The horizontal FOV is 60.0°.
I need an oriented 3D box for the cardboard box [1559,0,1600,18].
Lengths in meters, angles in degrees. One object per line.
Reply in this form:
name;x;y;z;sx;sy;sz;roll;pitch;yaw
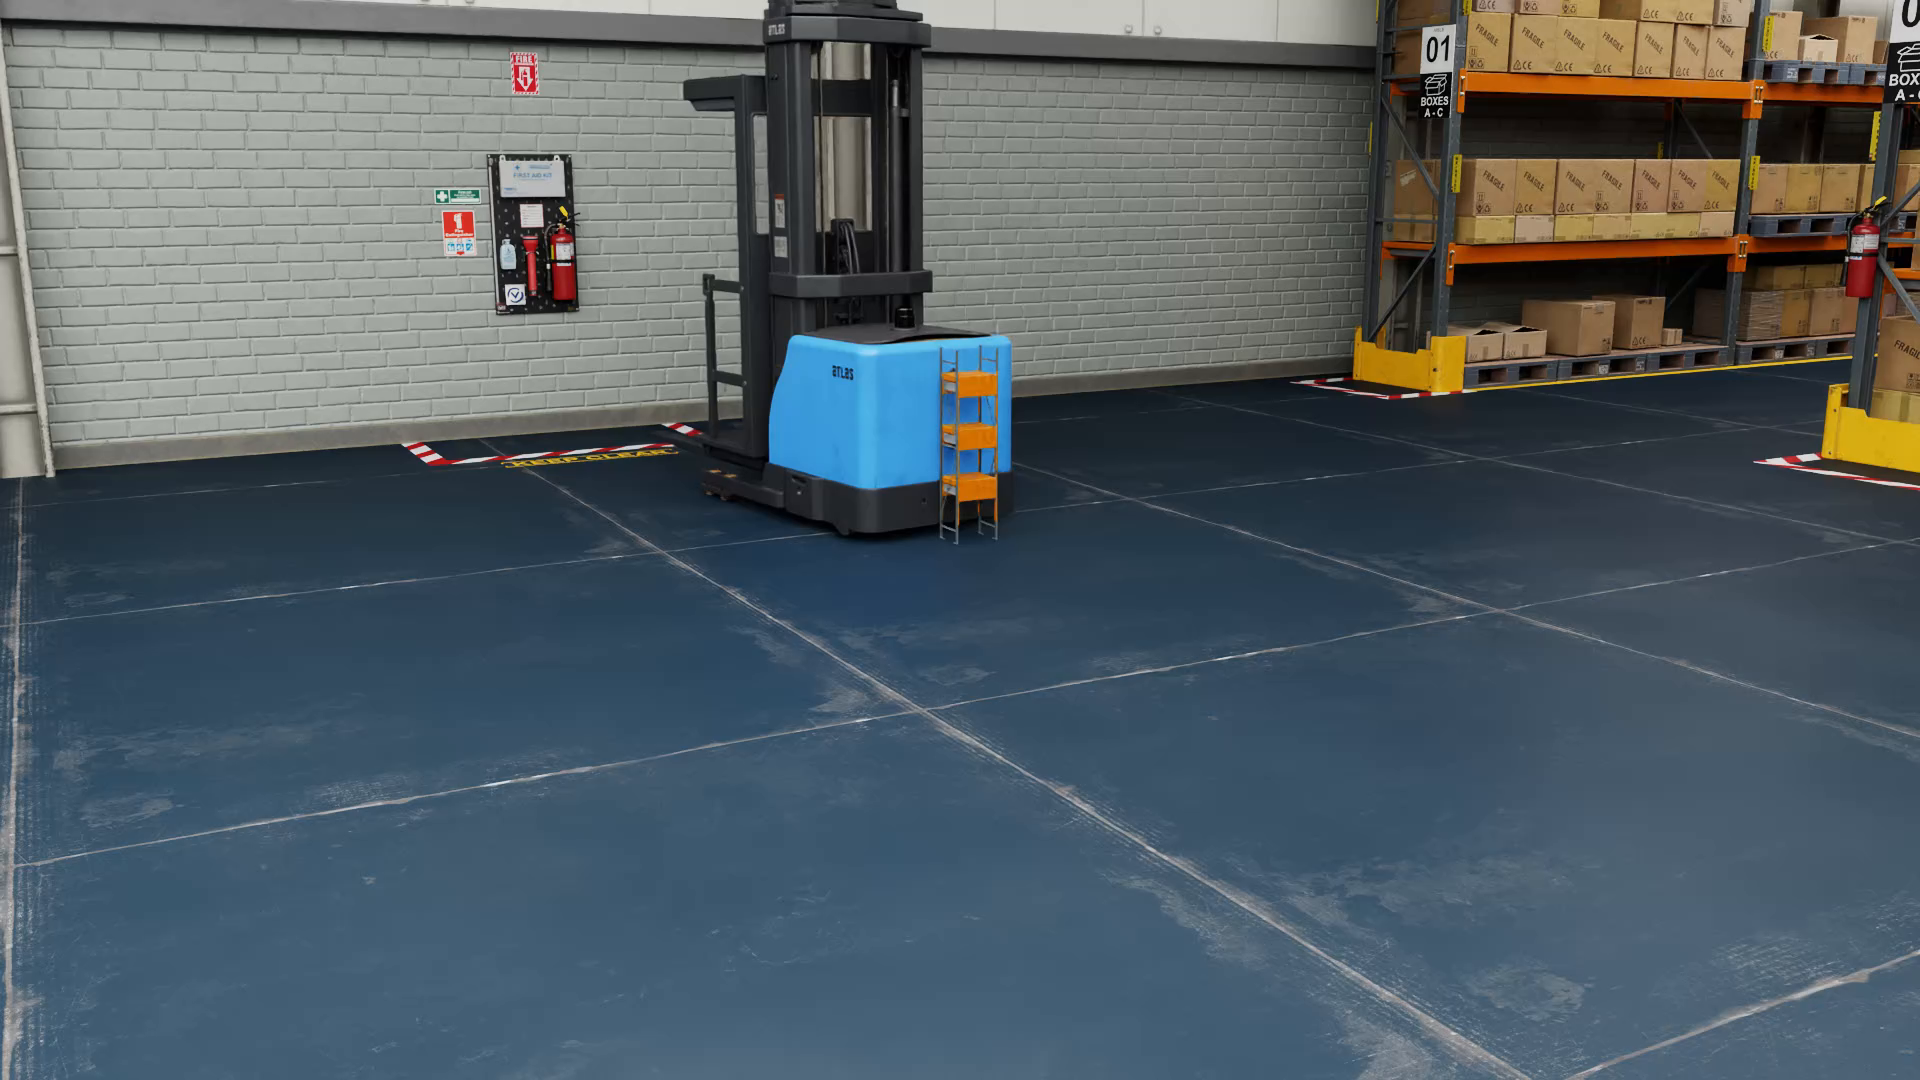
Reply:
cardboard box;5.480;-5.017;15.186;0.500;0.500;0.500;-6;14;-26

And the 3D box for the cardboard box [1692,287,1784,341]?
cardboard box;8.266;-2.411;17.680;0.500;0.500;0.700;-6;14;-26

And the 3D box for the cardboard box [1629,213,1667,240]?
cardboard box;6.482;-3.057;16.155;0.500;0.250;0.500;-7;14;-28

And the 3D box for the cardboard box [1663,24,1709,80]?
cardboard box;6.853;-4.705;16.080;0.500;0.500;0.500;-8;15;-33

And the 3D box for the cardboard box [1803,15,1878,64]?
cardboard box;9.228;-5.224;17.473;0.500;0.500;0.500;-7;15;-30

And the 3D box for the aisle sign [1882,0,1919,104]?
aisle sign;6.295;-3.278;10.921;0.004;0.787;0.394;-7;14;-28

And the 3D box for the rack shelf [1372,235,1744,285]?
rack shelf;5.872;-2.774;16.240;4.000;0.370;1.077;-7;14;-28

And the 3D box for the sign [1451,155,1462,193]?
sign;4.377;-3.232;14.666;0.005;0.325;0.100;-7;14;-28

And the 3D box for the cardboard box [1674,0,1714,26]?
cardboard box;6.839;-5.180;15.910;0.500;0.500;0.500;-6;14;-25

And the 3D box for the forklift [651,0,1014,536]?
forklift;-0.961;-1.724;10.092;1.130;2.935;3.031;-9;15;-35

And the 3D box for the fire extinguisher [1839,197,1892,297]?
fire extinguisher;6.167;-1.999;11.337;0.183;0.674;0.296;-7;14;-28

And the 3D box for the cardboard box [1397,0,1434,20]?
cardboard box;4.370;-5.020;15.199;0.500;0.500;0.500;-6;14;-25

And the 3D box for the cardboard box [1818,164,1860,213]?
cardboard box;9.148;-3.778;17.835;0.500;0.500;0.700;-5;14;-20

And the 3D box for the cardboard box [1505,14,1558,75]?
cardboard box;5.019;-4.473;15.046;0.500;0.500;0.500;-6;14;-24

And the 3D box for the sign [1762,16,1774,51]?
sign;7.894;-4.947;16.249;0.005;0.325;0.100;-7;14;-28

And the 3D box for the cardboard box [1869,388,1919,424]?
cardboard box;6.823;-0.937;11.745;0.500;0.250;0.500;-7;14;-28

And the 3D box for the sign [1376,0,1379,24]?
sign;3.868;-4.919;15.284;0.005;0.325;0.100;-7;14;-28

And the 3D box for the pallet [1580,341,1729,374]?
pallet;7.055;-1.897;17.058;1.213;0.211;1.003;-7;14;-28

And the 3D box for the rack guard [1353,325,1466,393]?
rack guard;4.184;-1.703;15.536;0.348;0.500;1.175;-7;14;-28

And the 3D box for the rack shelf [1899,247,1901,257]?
rack shelf;12.894;-3.615;19.979;4.000;0.370;1.077;-7;14;-28

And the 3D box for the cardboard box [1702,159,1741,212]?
cardboard box;7.361;-3.528;16.542;0.500;0.500;0.500;-7;14;-28

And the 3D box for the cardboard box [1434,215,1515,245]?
cardboard box;4.697;-2.841;15.196;0.500;0.250;0.500;-7;15;-29

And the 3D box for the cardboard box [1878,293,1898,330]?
cardboard box;10.024;-2.633;18.669;0.500;0.500;0.700;-7;14;-28

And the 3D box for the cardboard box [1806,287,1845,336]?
cardboard box;9.163;-2.521;18.169;0.500;0.500;0.700;-7;14;-27

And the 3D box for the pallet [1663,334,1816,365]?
pallet;8.310;-2.057;17.767;1.213;0.211;1.003;-7;14;-28

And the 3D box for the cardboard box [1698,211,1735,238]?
cardboard box;7.357;-3.163;16.629;0.500;0.250;0.500;-7;14;-28

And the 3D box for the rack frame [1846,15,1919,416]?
rack frame;6.494;-1.960;10.986;0.127;3.000;1.000;-7;14;-28

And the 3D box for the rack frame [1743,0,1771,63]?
rack frame;7.628;-6.262;16.437;0.127;3.000;1.000;-7;14;-28

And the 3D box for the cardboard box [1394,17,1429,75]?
cardboard box;4.362;-4.529;15.295;0.500;0.500;0.500;-6;14;-24

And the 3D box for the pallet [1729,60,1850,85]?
pallet;8.221;-4.751;16.984;1.003;0.211;1.213;-7;14;-28

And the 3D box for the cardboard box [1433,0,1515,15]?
cardboard box;4.571;-4.918;14.746;0.500;0.500;0.500;-8;15;-32

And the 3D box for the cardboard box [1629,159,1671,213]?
cardboard box;6.478;-3.423;16.077;0.500;0.500;0.500;-7;15;-29

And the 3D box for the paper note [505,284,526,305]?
paper note;-3.325;-1.836;12.440;0.142;0.148;0.016;-7;14;-28

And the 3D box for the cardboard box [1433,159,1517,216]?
cardboard box;4.680;-3.209;15.124;0.500;0.500;0.500;-7;14;-28

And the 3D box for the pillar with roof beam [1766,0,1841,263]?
pillar with roof beam;11.646;-5.883;14.753;0.400;9.000;9.100;-7;14;-28

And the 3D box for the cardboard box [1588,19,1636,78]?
cardboard box;5.933;-4.588;15.561;0.500;0.500;0.500;-6;14;-24

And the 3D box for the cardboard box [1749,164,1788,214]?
cardboard box;8.091;-3.645;17.245;0.500;0.500;0.700;-7;14;-28

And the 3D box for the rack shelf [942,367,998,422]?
rack shelf;0.047;-0.784;8.959;0.240;0.259;0.215;-7;14;-28

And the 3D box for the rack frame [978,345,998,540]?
rack frame;0.154;-0.531;9.076;0.008;1.050;0.200;-7;14;-28

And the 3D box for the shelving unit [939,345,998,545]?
shelving unit;0.047;-0.518;9.019;0.252;1.050;0.215;-7;14;-28

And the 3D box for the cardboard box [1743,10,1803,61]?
cardboard box;8.146;-5.094;16.896;0.500;0.500;0.500;-5;13;-20

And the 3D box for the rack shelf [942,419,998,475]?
rack shelf;0.047;-0.508;9.021;0.240;0.259;0.215;-7;14;-28

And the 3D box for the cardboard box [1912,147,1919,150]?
cardboard box;11.413;-4.423;19.271;0.500;0.250;0.500;-6;14;-26

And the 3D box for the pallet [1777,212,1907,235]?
pallet;9.421;-3.446;18.026;1.213;0.211;1.003;-7;14;-28

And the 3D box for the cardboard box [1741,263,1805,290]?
cardboard box;8.651;-2.823;17.807;0.500;0.250;0.500;-7;15;-29

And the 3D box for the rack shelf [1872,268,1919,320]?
rack shelf;8.249;-1.819;12.000;4.000;0.370;1.077;-7;14;-28

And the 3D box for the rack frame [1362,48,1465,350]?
rack frame;4.117;-2.914;15.226;0.127;3.000;1.000;-7;14;-28

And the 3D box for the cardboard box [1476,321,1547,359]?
cardboard box;5.268;-1.932;15.986;0.500;0.311;0.500;-6;14;-23

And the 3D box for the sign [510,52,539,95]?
sign;-3.192;-3.420;12.194;0.199;0.298;0.001;-7;14;-28

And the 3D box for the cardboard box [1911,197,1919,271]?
cardboard box;6.910;-2.055;11.182;0.500;0.500;0.700;-7;14;-28

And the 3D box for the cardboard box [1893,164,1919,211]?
cardboard box;10.253;-3.904;18.394;0.500;0.500;0.700;-8;15;-33

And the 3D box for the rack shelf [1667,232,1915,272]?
rack shelf;9.383;-3.194;18.110;4.000;0.370;1.077;-7;14;-28

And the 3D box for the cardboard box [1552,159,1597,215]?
cardboard box;5.575;-3.312;15.582;0.500;0.500;0.500;-7;15;-30

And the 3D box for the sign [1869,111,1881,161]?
sign;6.246;-2.746;11.304;0.005;0.325;0.100;-7;14;-28

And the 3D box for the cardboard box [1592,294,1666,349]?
cardboard box;6.736;-2.213;16.802;0.500;0.500;0.500;-8;15;-32

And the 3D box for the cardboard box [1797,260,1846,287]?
cardboard box;9.552;-2.928;18.271;0.500;0.250;0.500;-7;14;-28

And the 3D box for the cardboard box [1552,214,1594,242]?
cardboard box;5.596;-2.951;15.684;0.500;0.250;0.500;-7;15;-29

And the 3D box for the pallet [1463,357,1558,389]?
pallet;4.914;-1.640;15.917;1.213;0.211;1.003;-7;14;-28

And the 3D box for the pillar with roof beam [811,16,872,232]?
pillar with roof beam;1.113;-4.620;9.144;0.400;9.000;9.100;-7;14;-28
